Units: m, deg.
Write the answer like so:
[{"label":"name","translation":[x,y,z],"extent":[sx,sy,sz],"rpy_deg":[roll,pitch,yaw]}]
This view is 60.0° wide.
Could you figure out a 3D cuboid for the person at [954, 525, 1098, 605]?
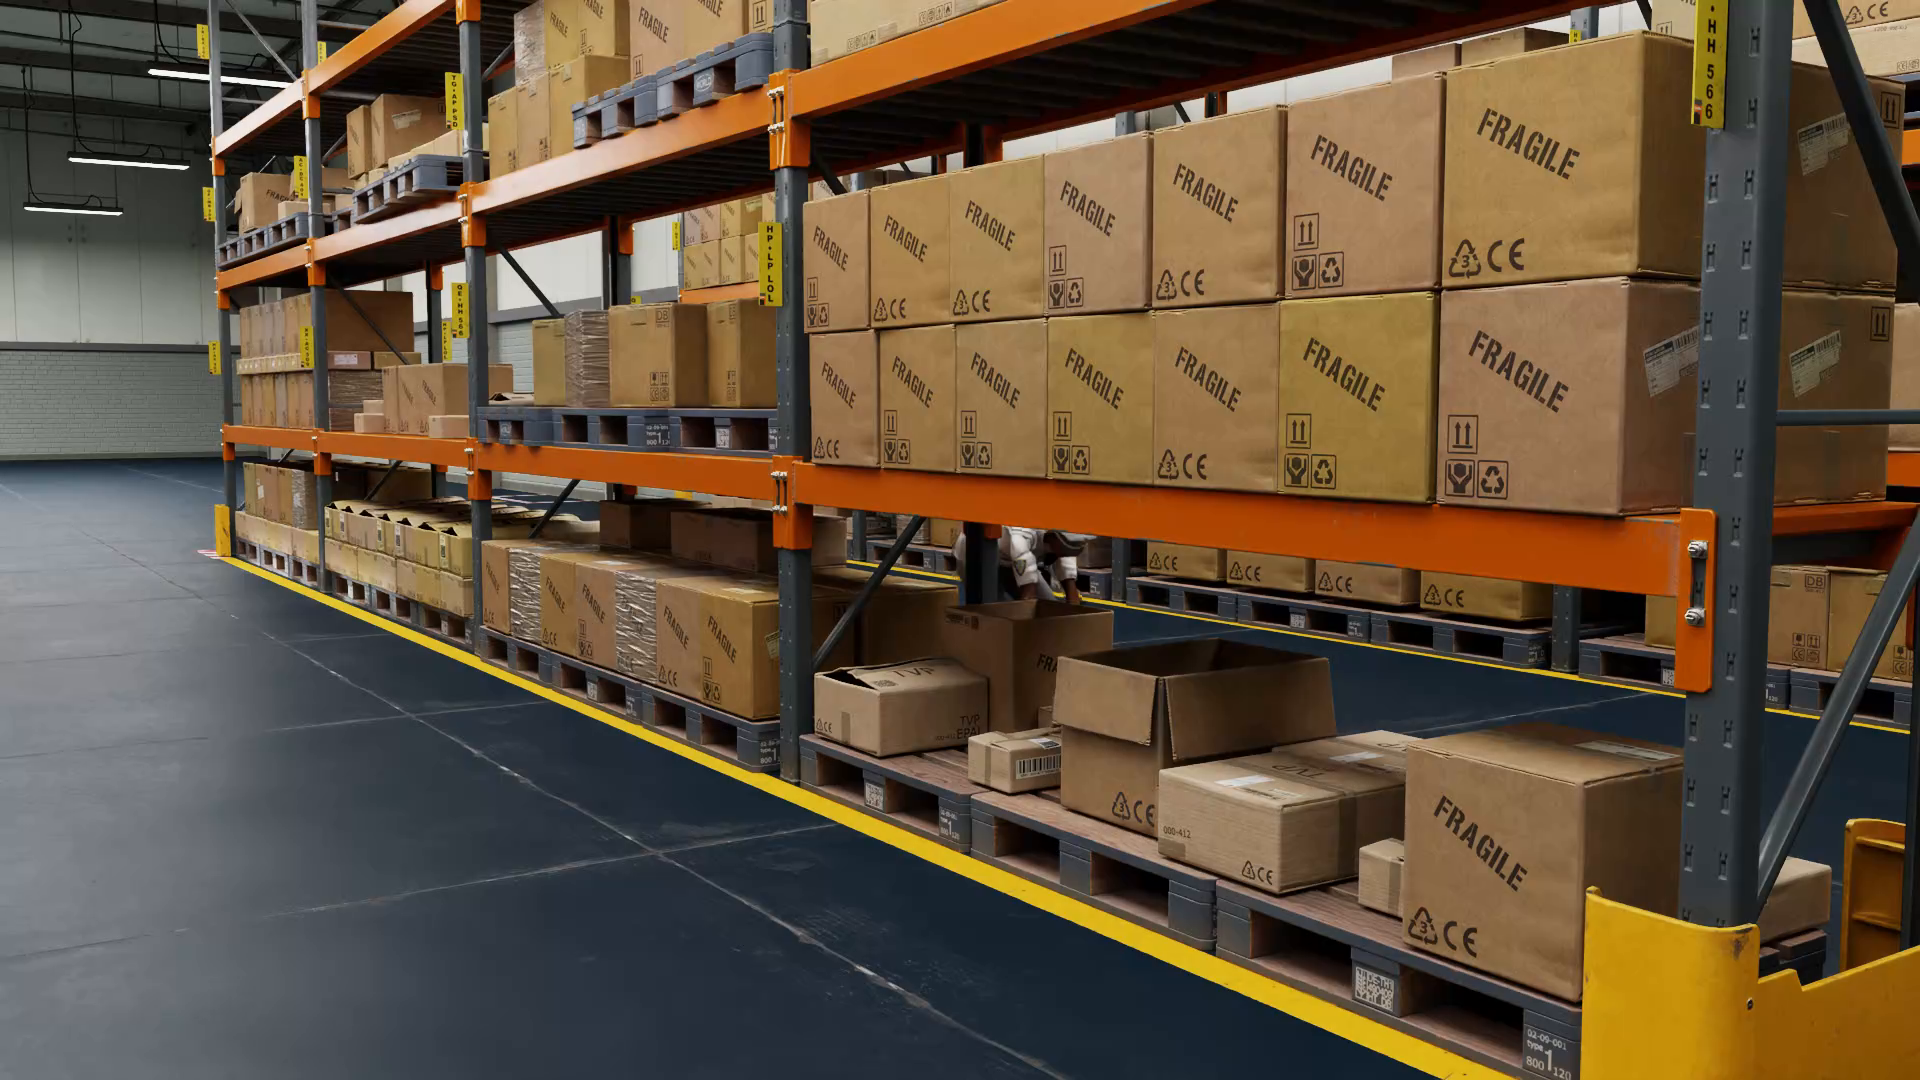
[{"label":"person","translation":[0.344,0.311,8.707],"extent":[0.450,1.027,0.933],"rpy_deg":[-3,6,-36]}]
